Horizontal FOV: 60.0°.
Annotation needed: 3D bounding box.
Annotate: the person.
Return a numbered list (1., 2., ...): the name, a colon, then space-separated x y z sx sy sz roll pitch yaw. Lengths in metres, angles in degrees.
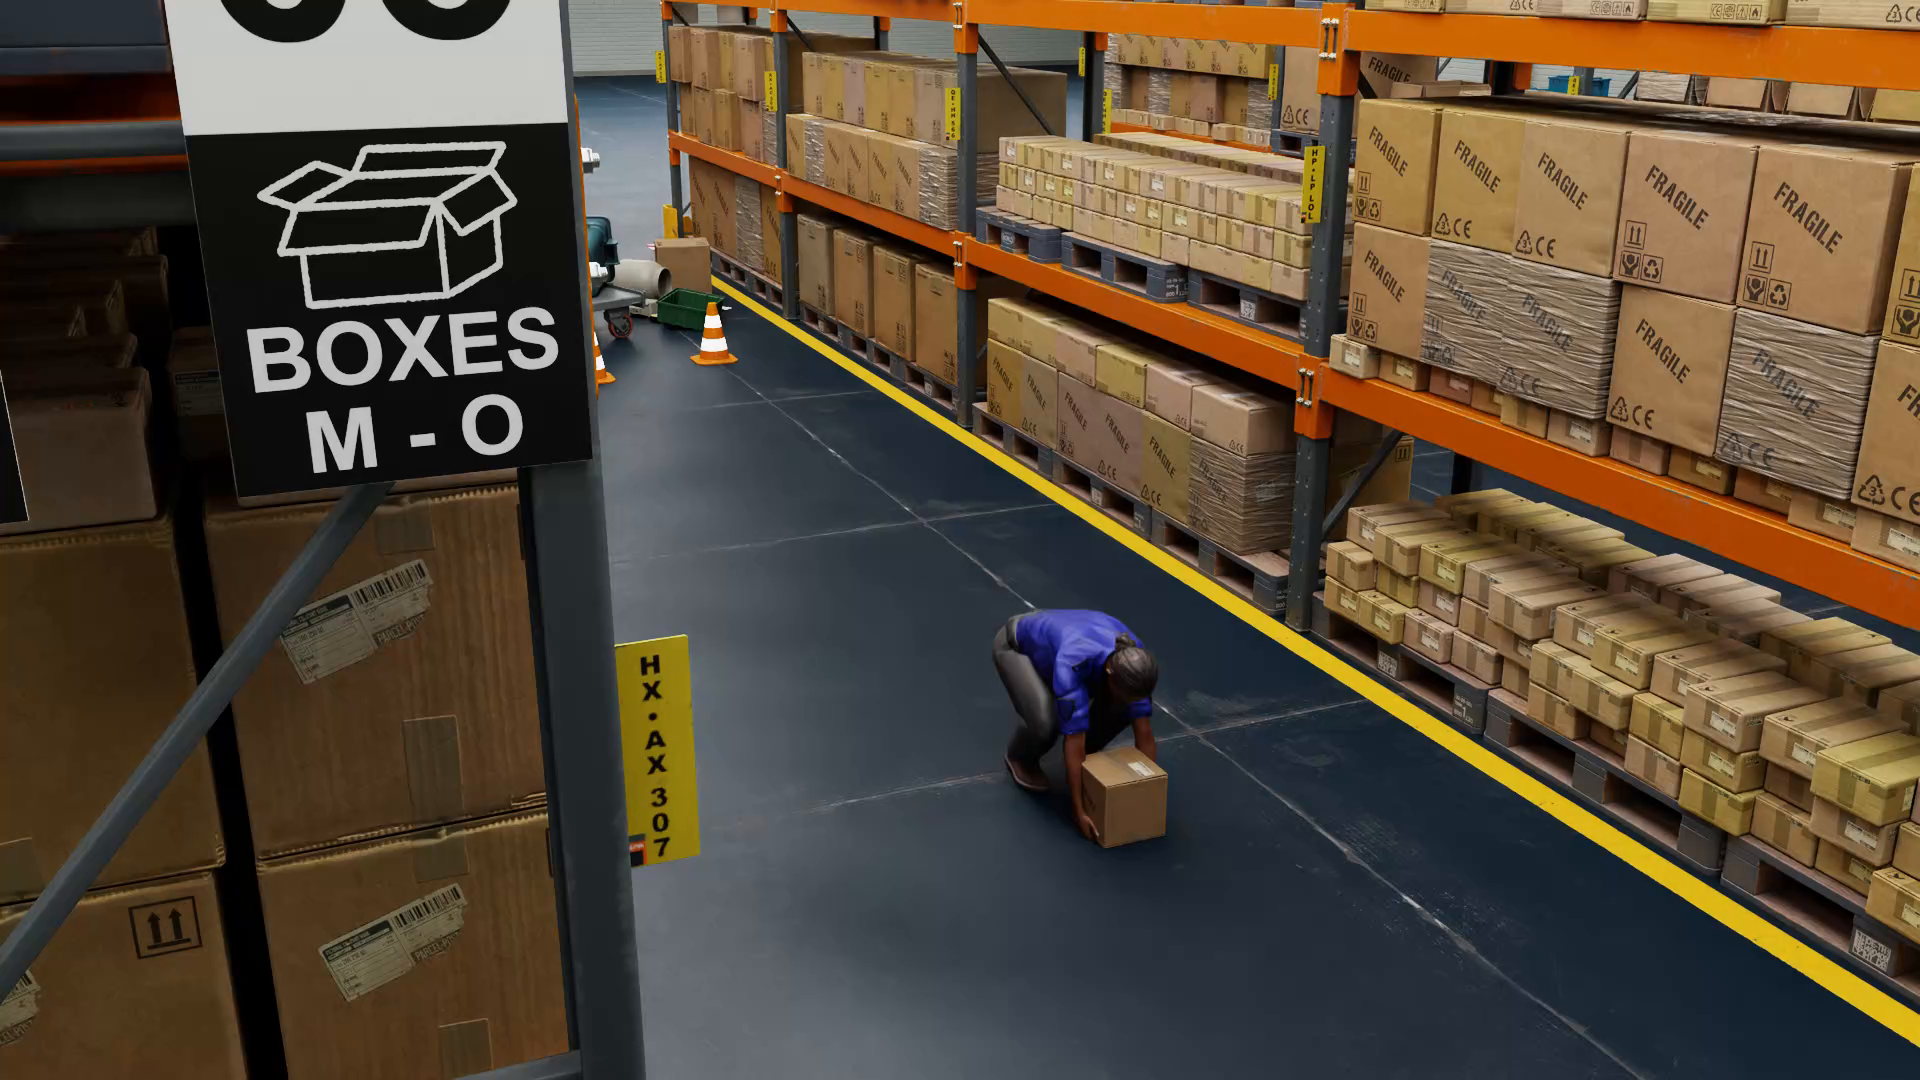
1. person: 0.450 0.522 6.179 0.441 0.928 0.873 -9 21 -24
